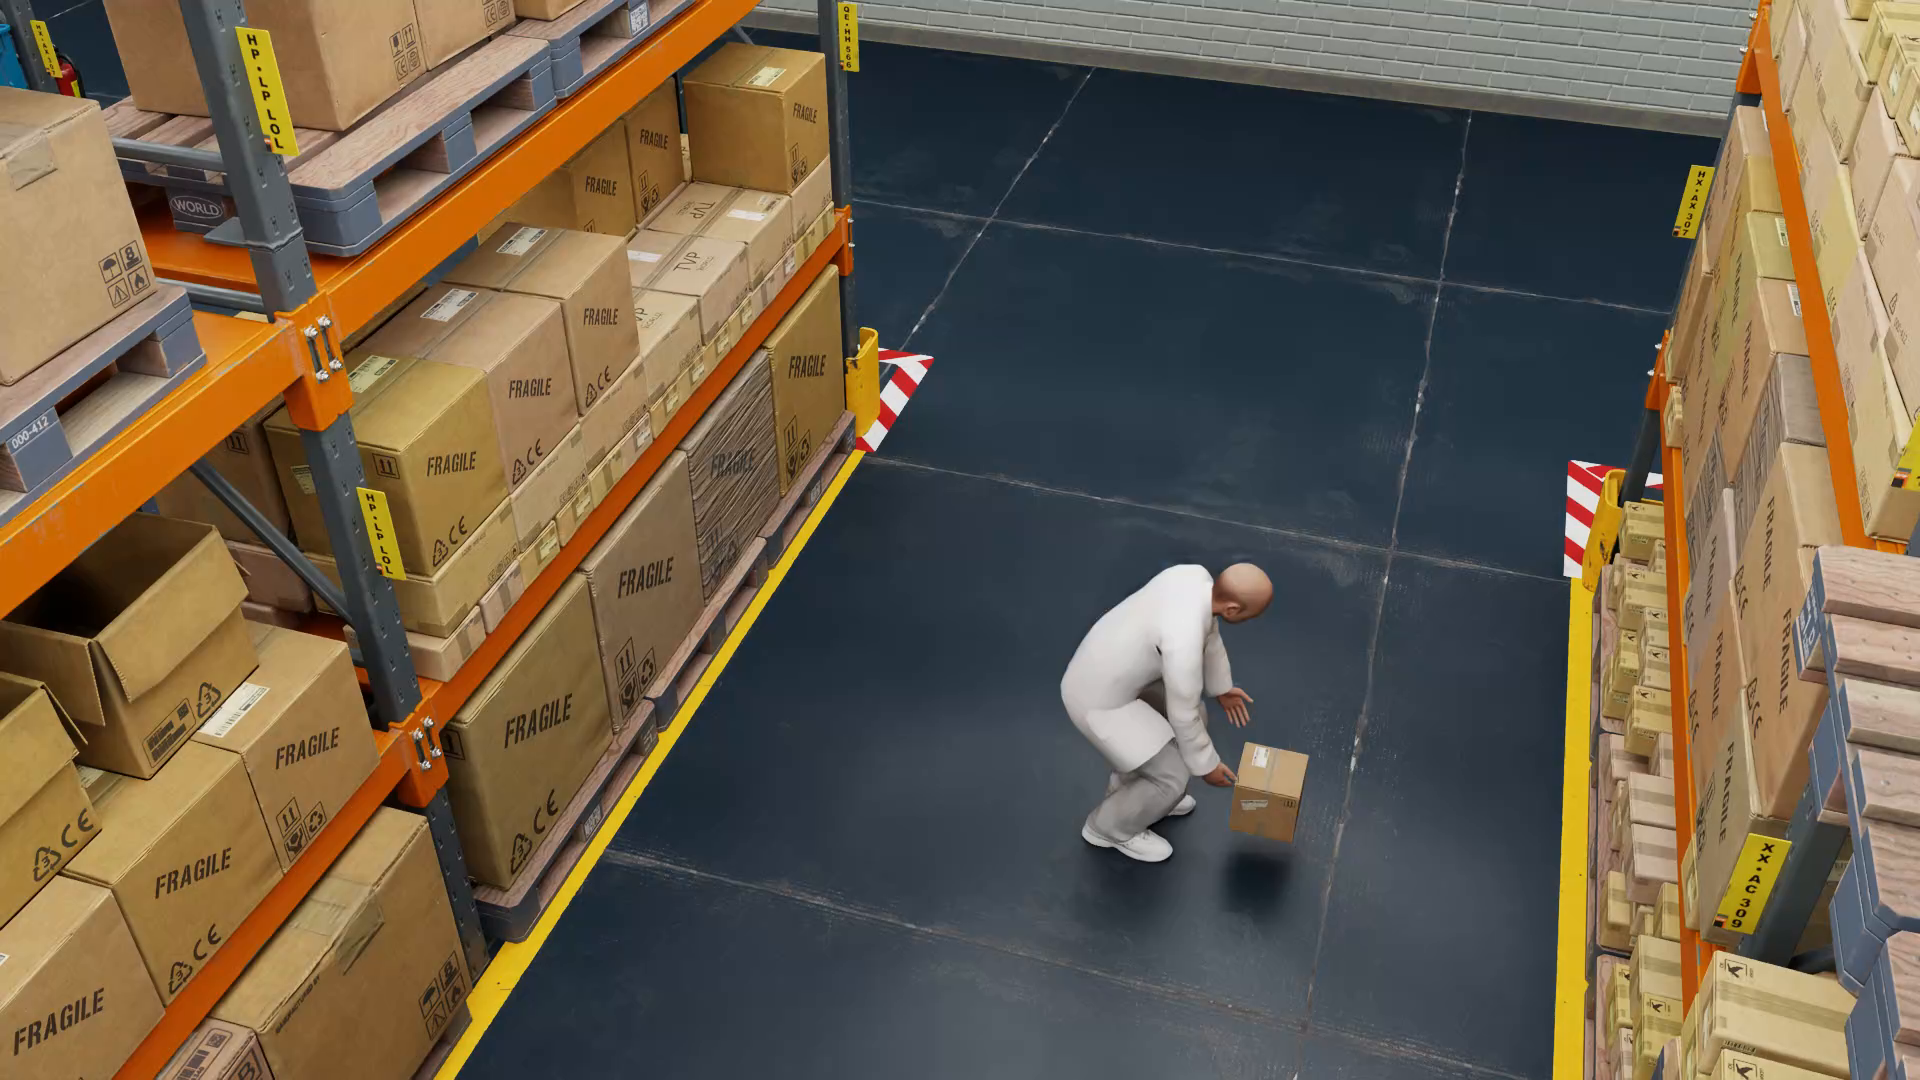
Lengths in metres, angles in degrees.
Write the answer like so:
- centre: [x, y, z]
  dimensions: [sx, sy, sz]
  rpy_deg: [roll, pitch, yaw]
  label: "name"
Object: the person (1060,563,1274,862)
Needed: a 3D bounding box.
- centre: [0.772, 0.605, 6.439]
  dimensions: [0.749, 1.365, 0.632]
  rpy_deg: [11, 38, 14]
  label: "person"
